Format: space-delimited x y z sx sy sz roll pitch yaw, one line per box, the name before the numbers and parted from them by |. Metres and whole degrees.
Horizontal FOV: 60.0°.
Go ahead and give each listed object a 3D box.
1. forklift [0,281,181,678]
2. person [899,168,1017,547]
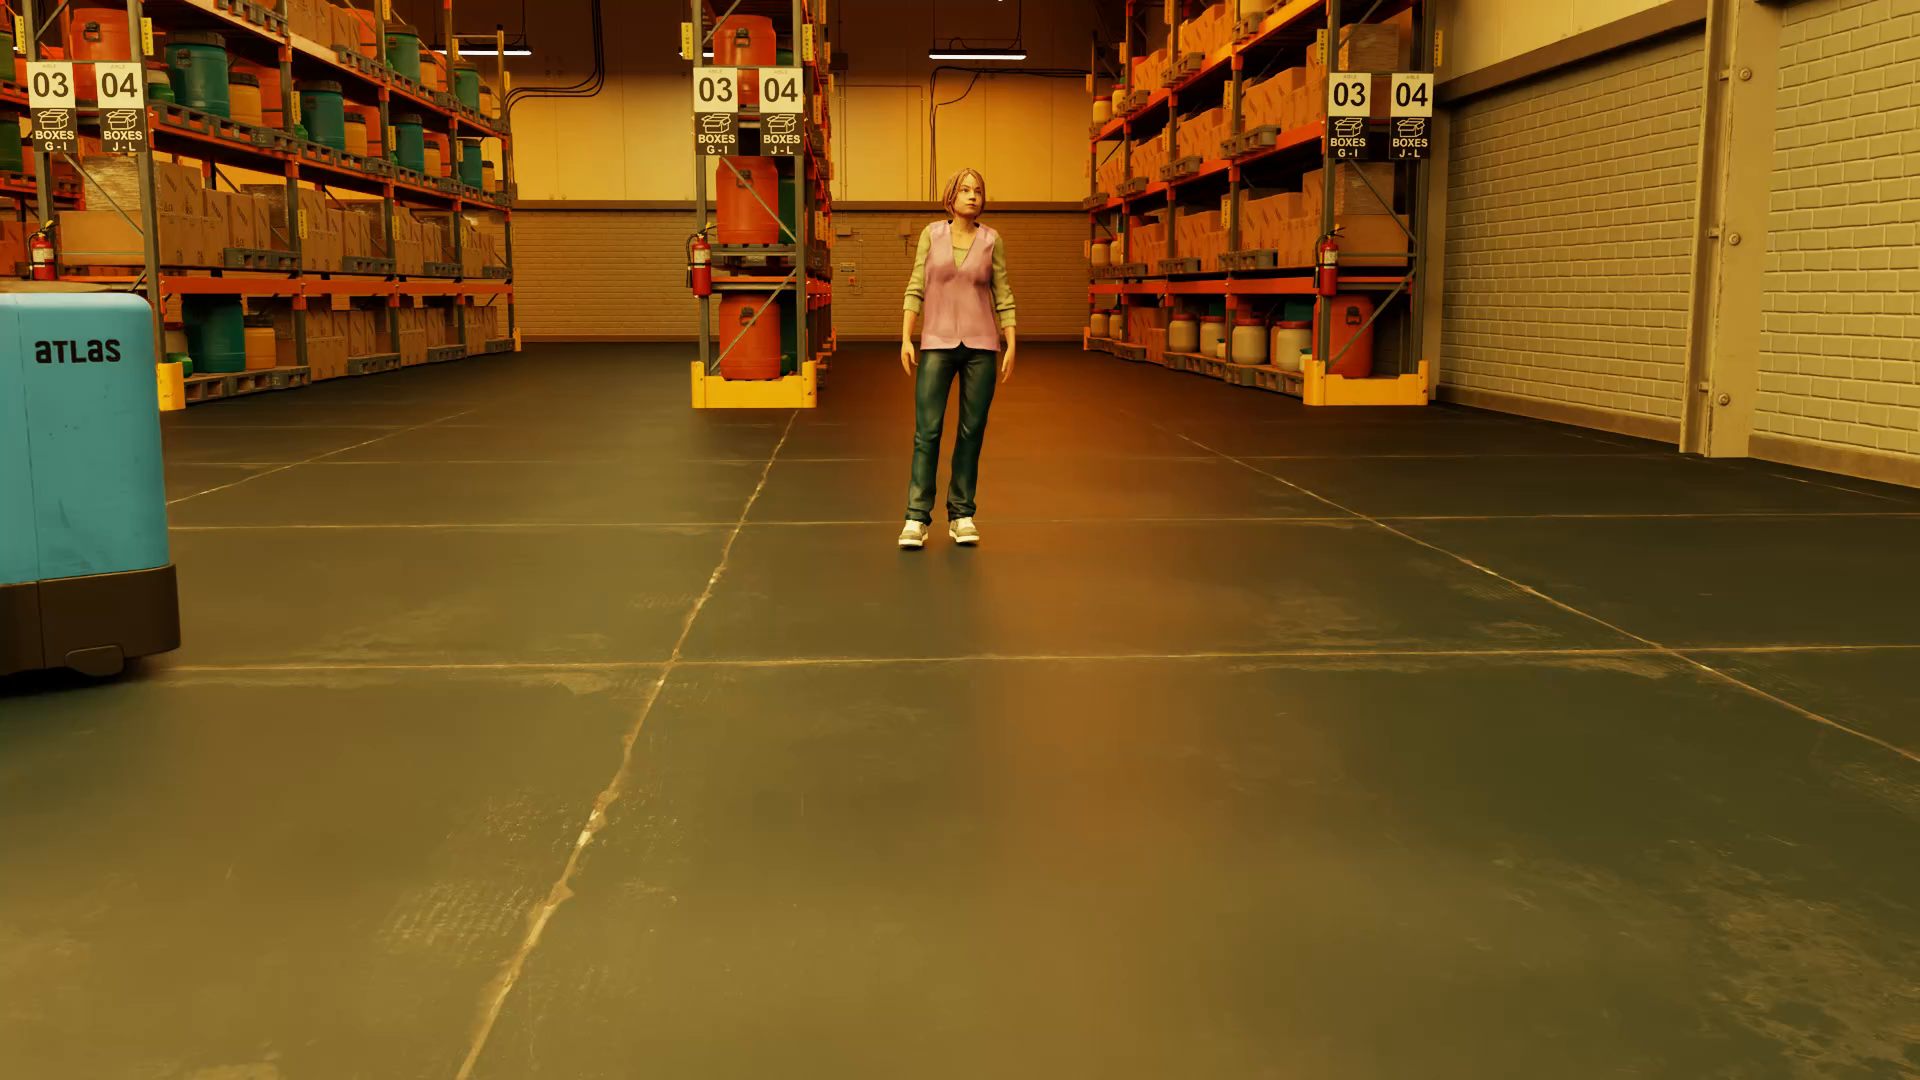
forklift | -3.650 -0.973 3.883 3.031 2.935 1.130 -8 11 -42
person | -0.010 -0.787 7.117 0.520 1.599 0.473 -1 8 -4
